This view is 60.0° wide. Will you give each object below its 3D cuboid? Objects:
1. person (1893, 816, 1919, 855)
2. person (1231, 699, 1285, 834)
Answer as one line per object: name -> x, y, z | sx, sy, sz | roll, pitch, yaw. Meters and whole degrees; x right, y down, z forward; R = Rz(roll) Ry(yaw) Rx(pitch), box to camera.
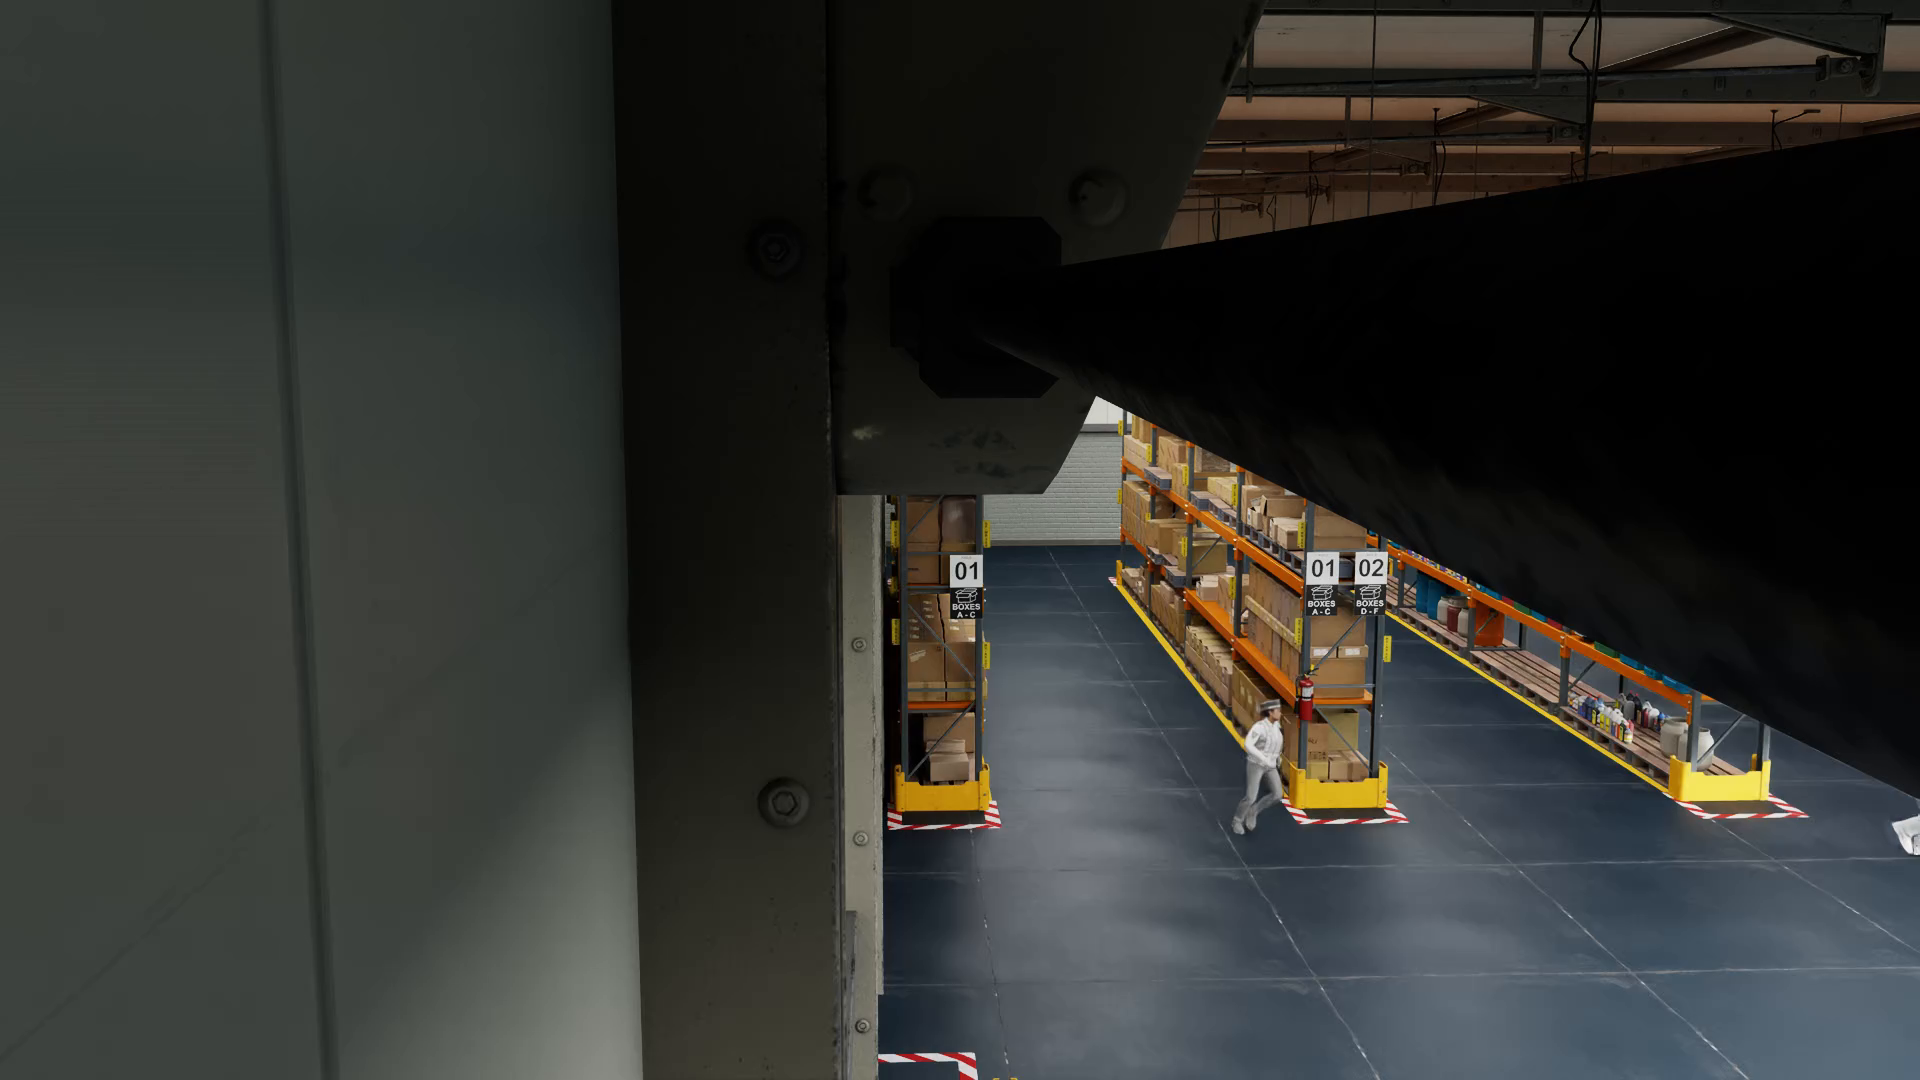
person -> 10.922, 2.728, 18.718 | 0.660, 1.726, 0.708 | 5, 10, 31
person -> 3.624, 2.664, 19.695 | 0.734, 1.599, 0.582 | -6, 10, -34
